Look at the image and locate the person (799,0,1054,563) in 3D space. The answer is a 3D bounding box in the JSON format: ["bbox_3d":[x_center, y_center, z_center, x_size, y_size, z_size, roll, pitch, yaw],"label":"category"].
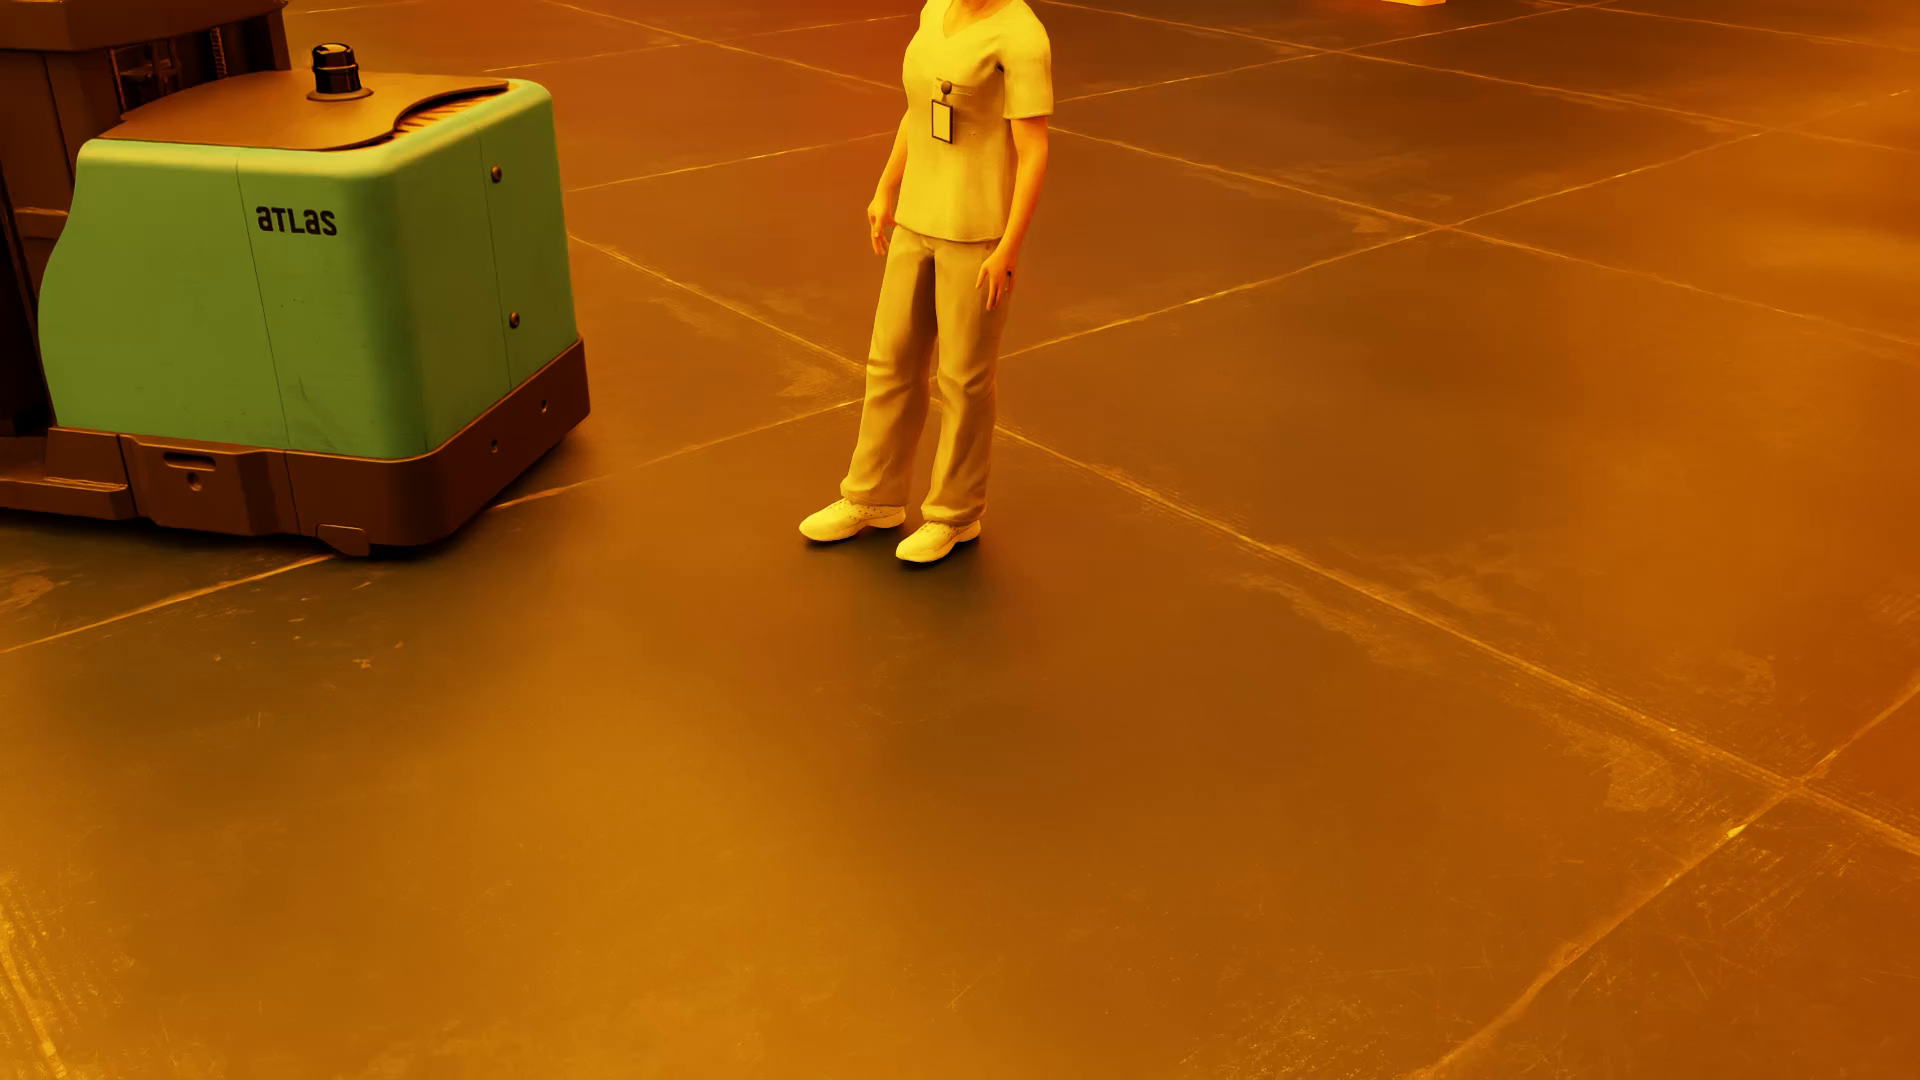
[{"bbox_3d":[-0.066,-0.741,4.092,0.548,1.673,0.549,-20,33,-35],"label":"person"}]

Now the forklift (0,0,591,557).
[{"bbox_3d":[-2.714,-1.603,4.434,3.031,2.935,1.130,6,27,12],"label":"forklift"}]
